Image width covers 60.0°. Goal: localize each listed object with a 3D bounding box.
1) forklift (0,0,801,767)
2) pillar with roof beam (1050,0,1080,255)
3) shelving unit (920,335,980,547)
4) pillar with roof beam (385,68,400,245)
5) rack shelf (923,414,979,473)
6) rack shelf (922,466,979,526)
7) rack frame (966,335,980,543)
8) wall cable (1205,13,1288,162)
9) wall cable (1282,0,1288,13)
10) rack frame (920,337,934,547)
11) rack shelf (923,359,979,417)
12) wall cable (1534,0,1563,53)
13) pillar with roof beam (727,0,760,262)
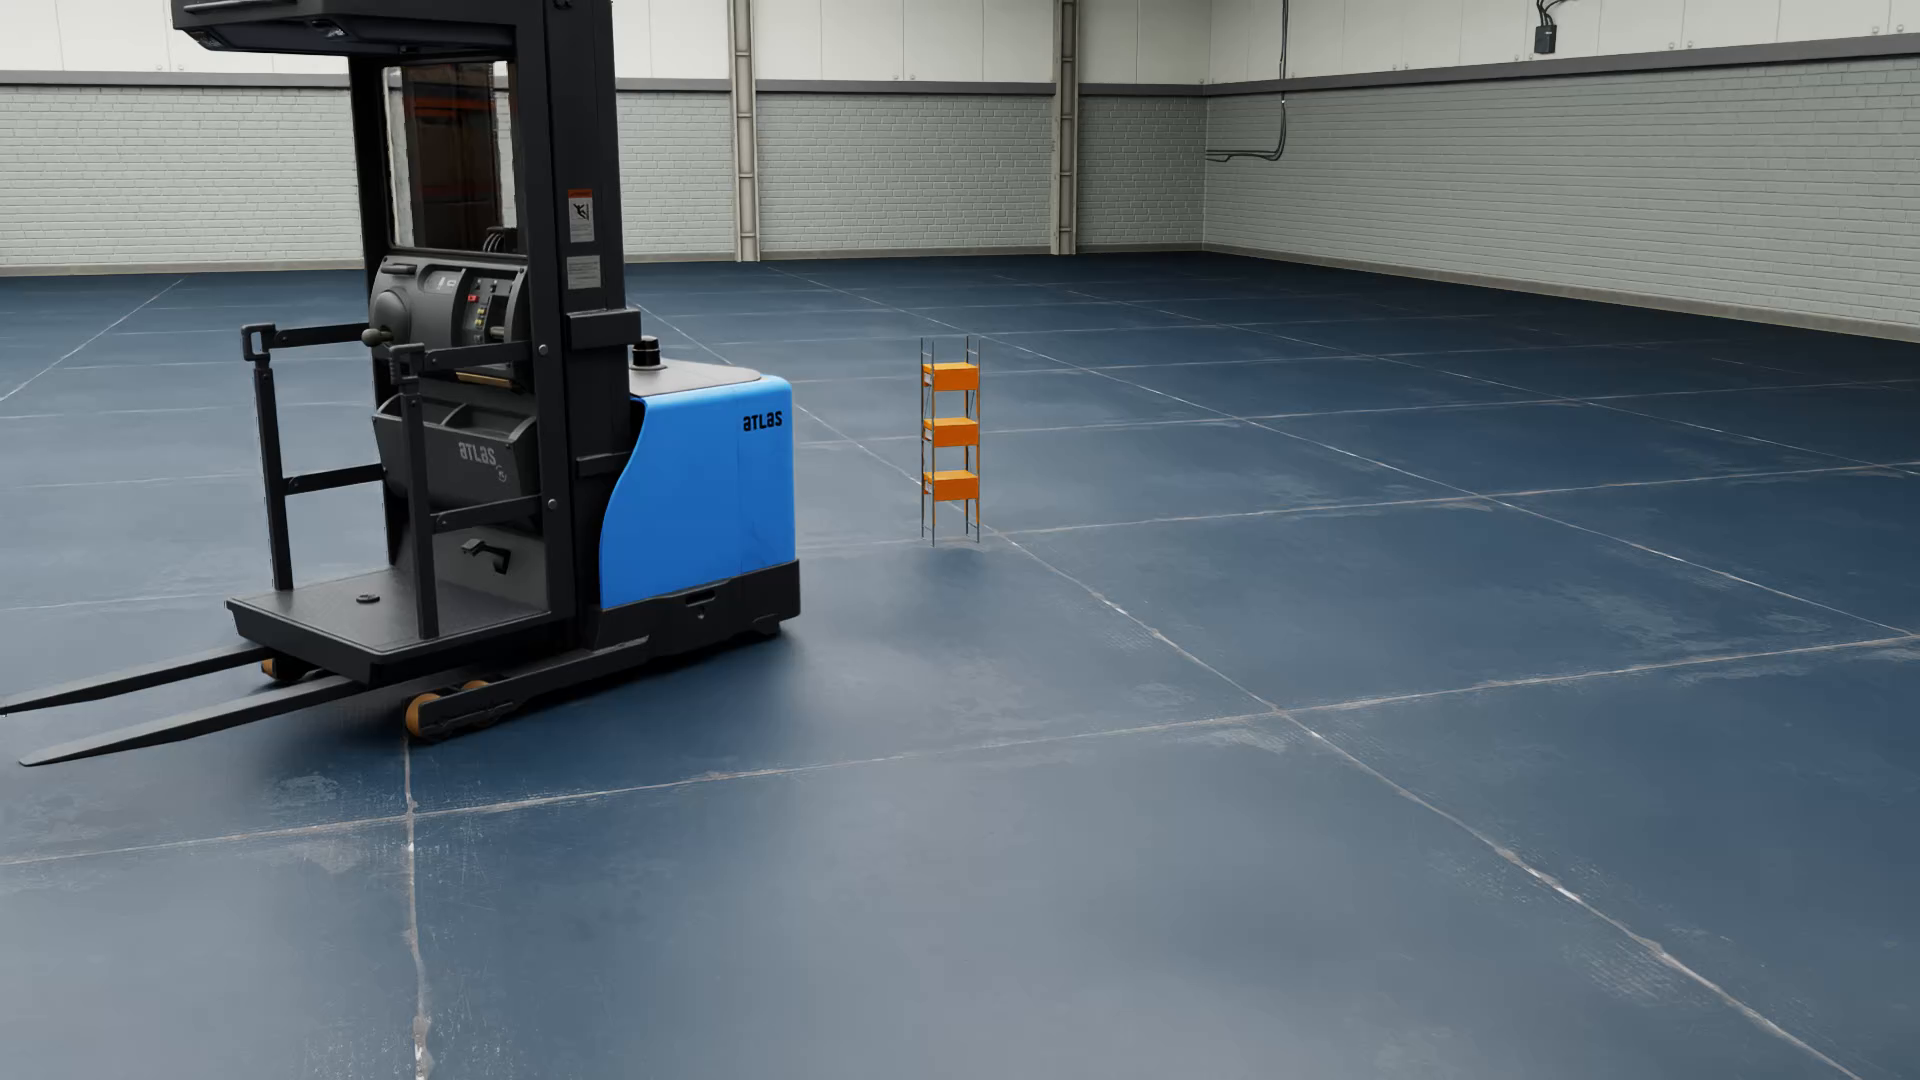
[{"bbox_3d":[-2.015,-0.861,5.931,1.130,2.935,3.031,11,17,39],"label":"forklift"},{"bbox_3d":[3.306,-8.808,26.227,0.400,9.000,9.100,-4,14,-18],"label":"pillar with roof beam"},{"bbox_3d":[-0.051,-0.507,8.505,0.252,1.050,0.215,-4,14,-18],"label":"shelving unit"},{"bbox_3d":[-8.067,-7.922,22.503,0.400,9.000,9.100,-4,14,-18],"label":"pillar with roof beam"},{"bbox_3d":[-0.051,-0.497,8.507,0.240,0.259,0.215,-4,14,-18],"label":"rack shelf"},{"bbox_3d":[-0.051,-0.226,8.571,0.240,0.259,0.215,-4,14,-18],"label":"rack shelf"},{"bbox_3d":[0.065,-0.516,8.543,0.008,1.050,0.200,-4,14,-18],"label":"rack frame"},{"bbox_3d":[5.147,-8.169,30.250,0.112,2.526,3.097,-4,14,-18],"label":"wall cable"},{"bbox_3d":[6.010,-10.033,27.172,0.112,2.526,3.097,-4,14,-18],"label":"wall cable"},{"bbox_3d":[-0.166,-0.498,8.467,0.008,1.050,0.200,-4,14,-18],"label":"rack frame"},{"bbox_3d":[-0.051,-0.773,8.441,0.240,0.259,0.215,-4,14,-18],"label":"rack shelf"},{"bbox_3d":[8.160,-9.251,20.739,0.169,6.003,2.305,-4,14,-18],"label":"wall cable"},{"bbox_3d":[-2.381,-8.365,24.365,0.400,9.000,9.100,-4,14,-18],"label":"pillar with roof beam"}]
